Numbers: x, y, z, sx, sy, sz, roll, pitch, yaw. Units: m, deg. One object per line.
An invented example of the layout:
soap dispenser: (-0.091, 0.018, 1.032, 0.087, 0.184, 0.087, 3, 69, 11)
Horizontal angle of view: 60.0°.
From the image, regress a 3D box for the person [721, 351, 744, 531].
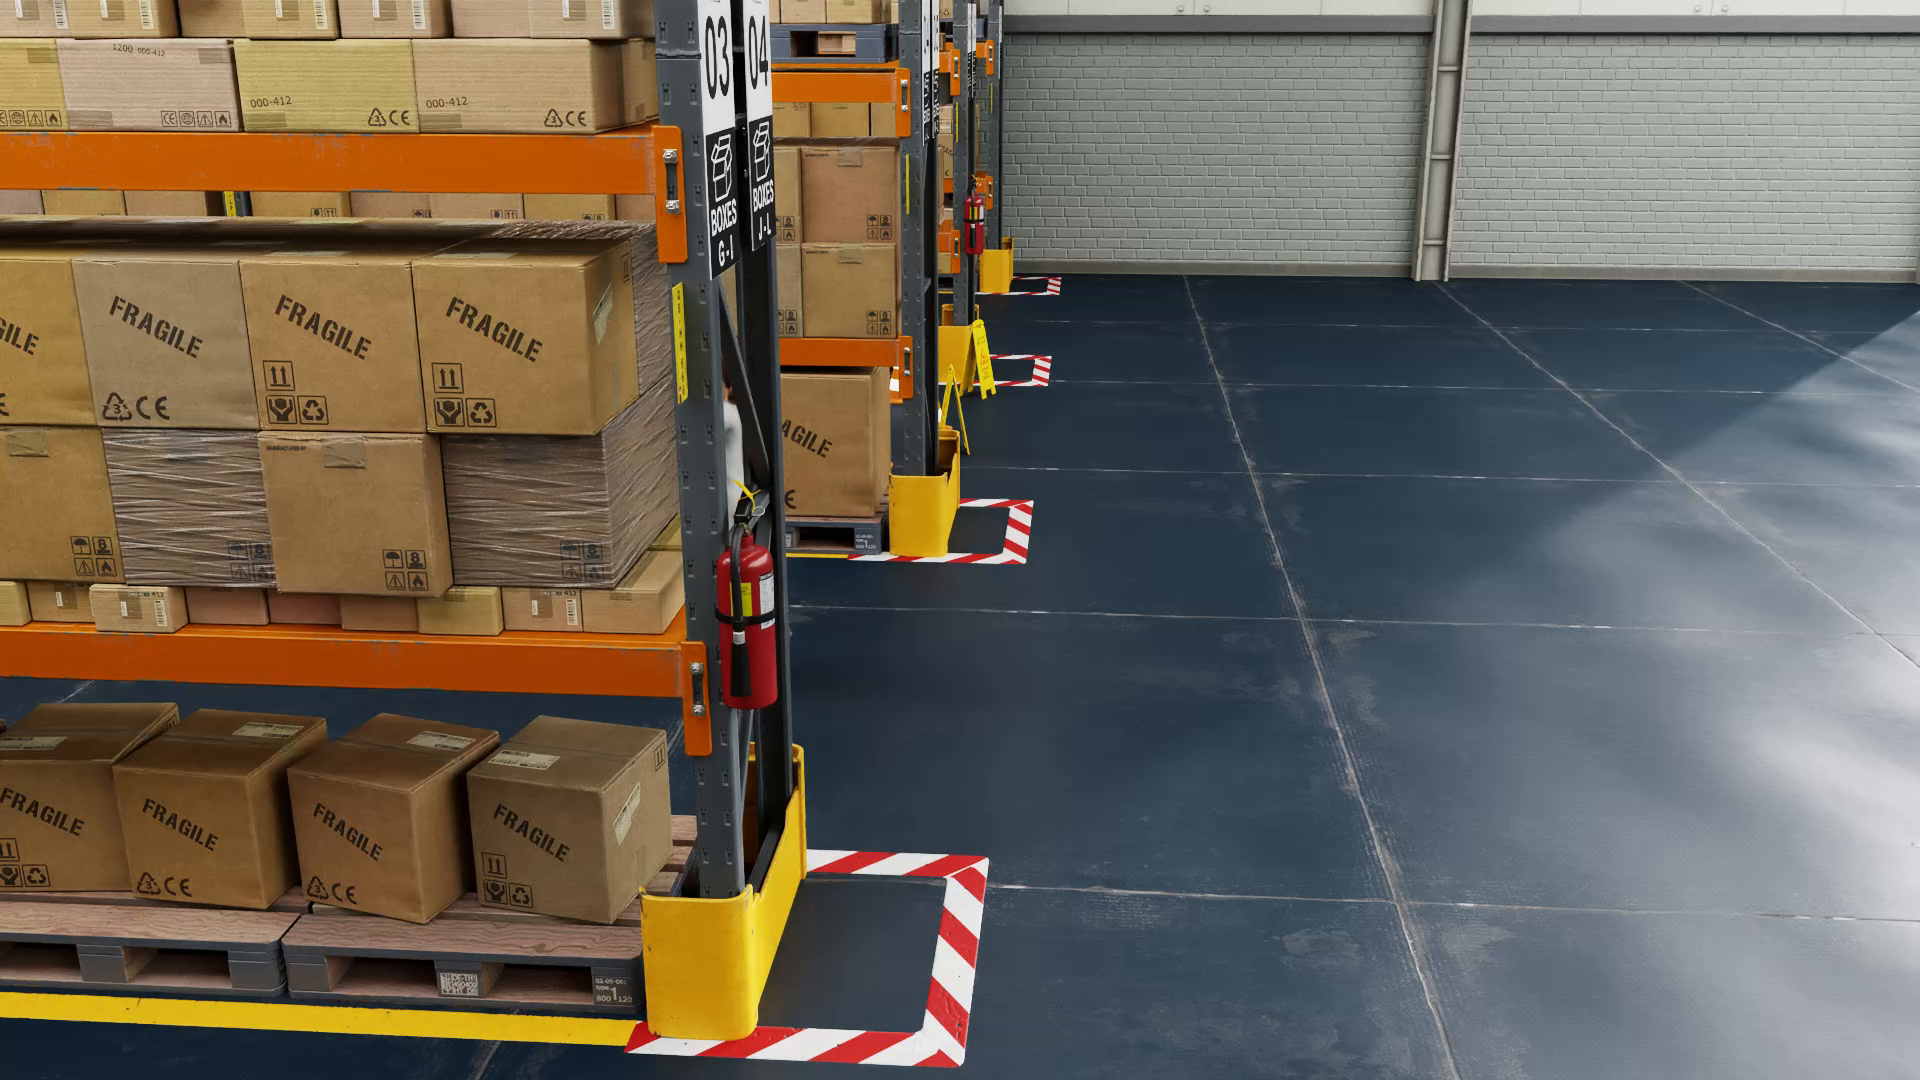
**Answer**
person: (-1.226, -0.119, 7.948, 0.542, 1.668, 0.424, 1, 18, 4)
